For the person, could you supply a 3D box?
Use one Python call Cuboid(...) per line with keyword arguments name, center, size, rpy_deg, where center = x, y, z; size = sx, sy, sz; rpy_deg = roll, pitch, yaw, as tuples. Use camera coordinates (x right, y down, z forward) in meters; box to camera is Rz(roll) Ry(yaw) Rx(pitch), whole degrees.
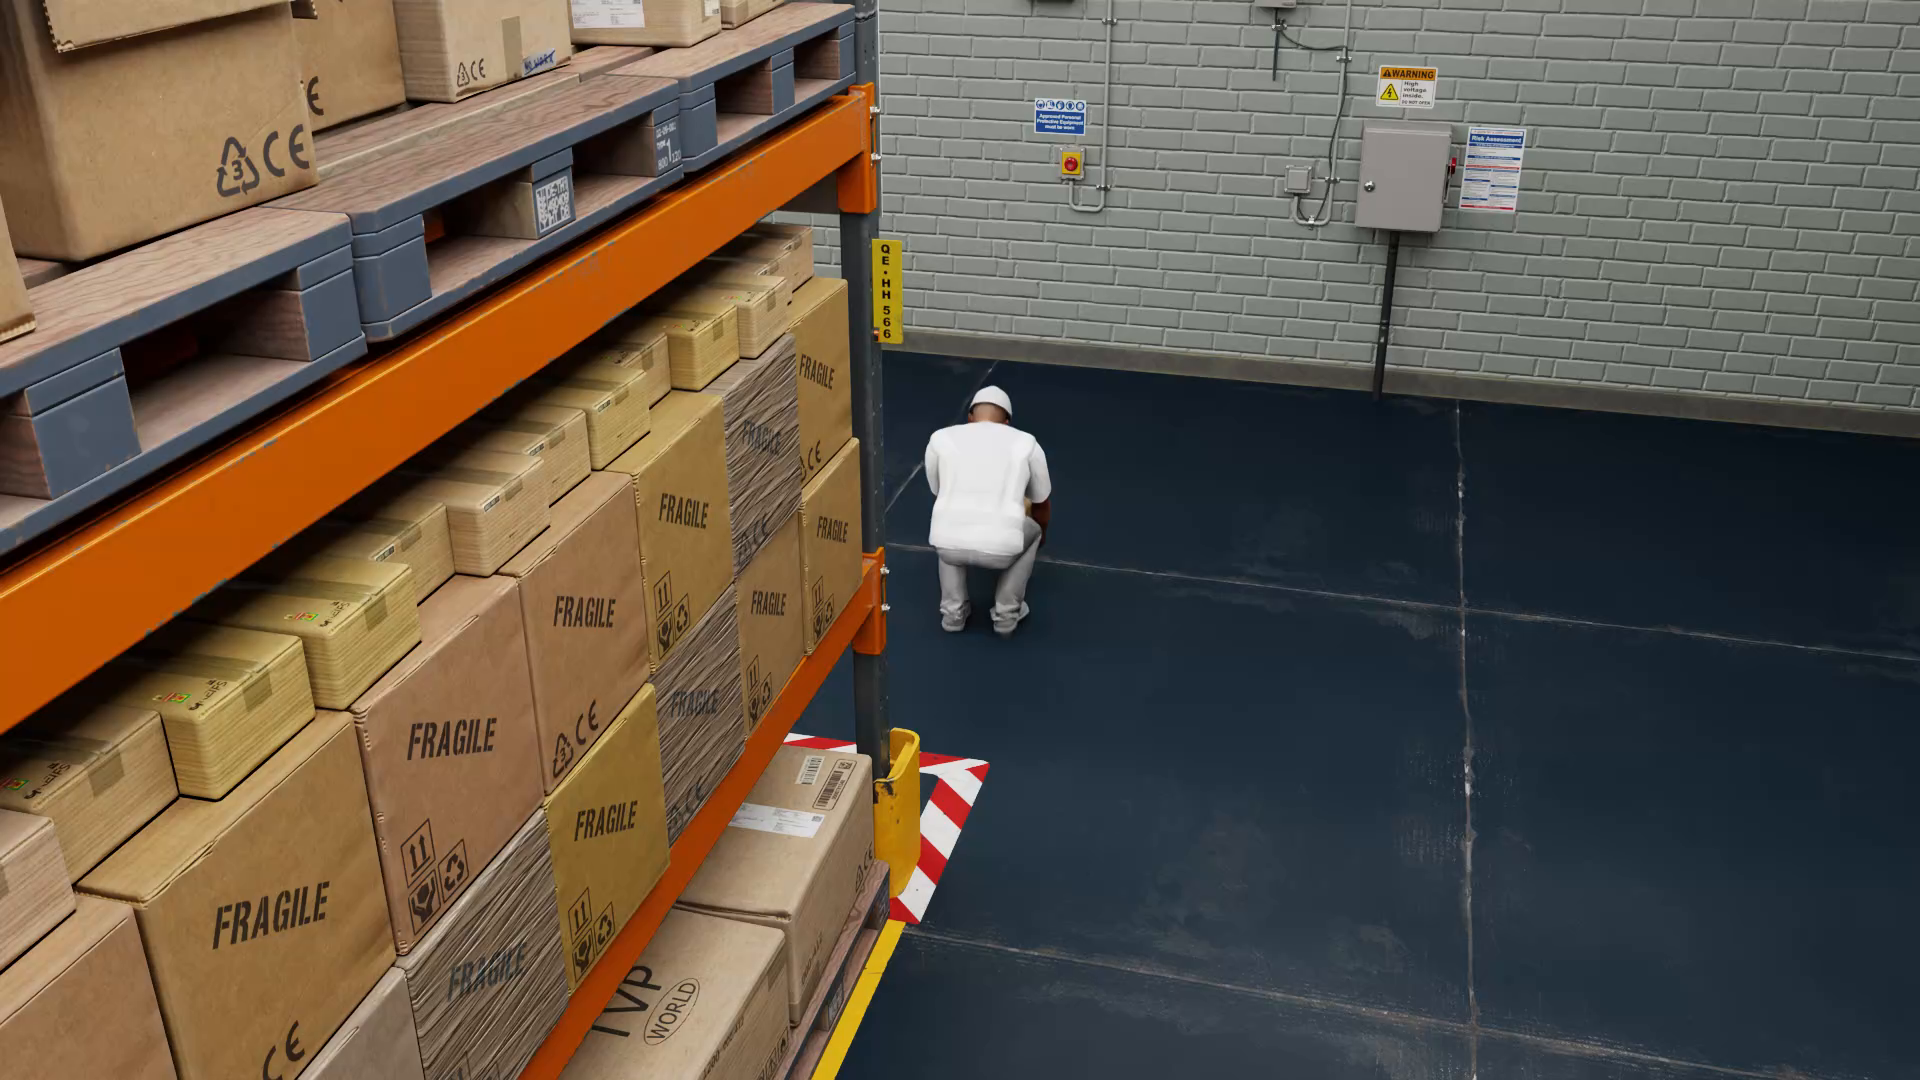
Cuboid(name="person", center=(0.099, -0.128, 7.729), size=(0.583, 1.028, 0.890), rpy_deg=(6, 26, 13))
